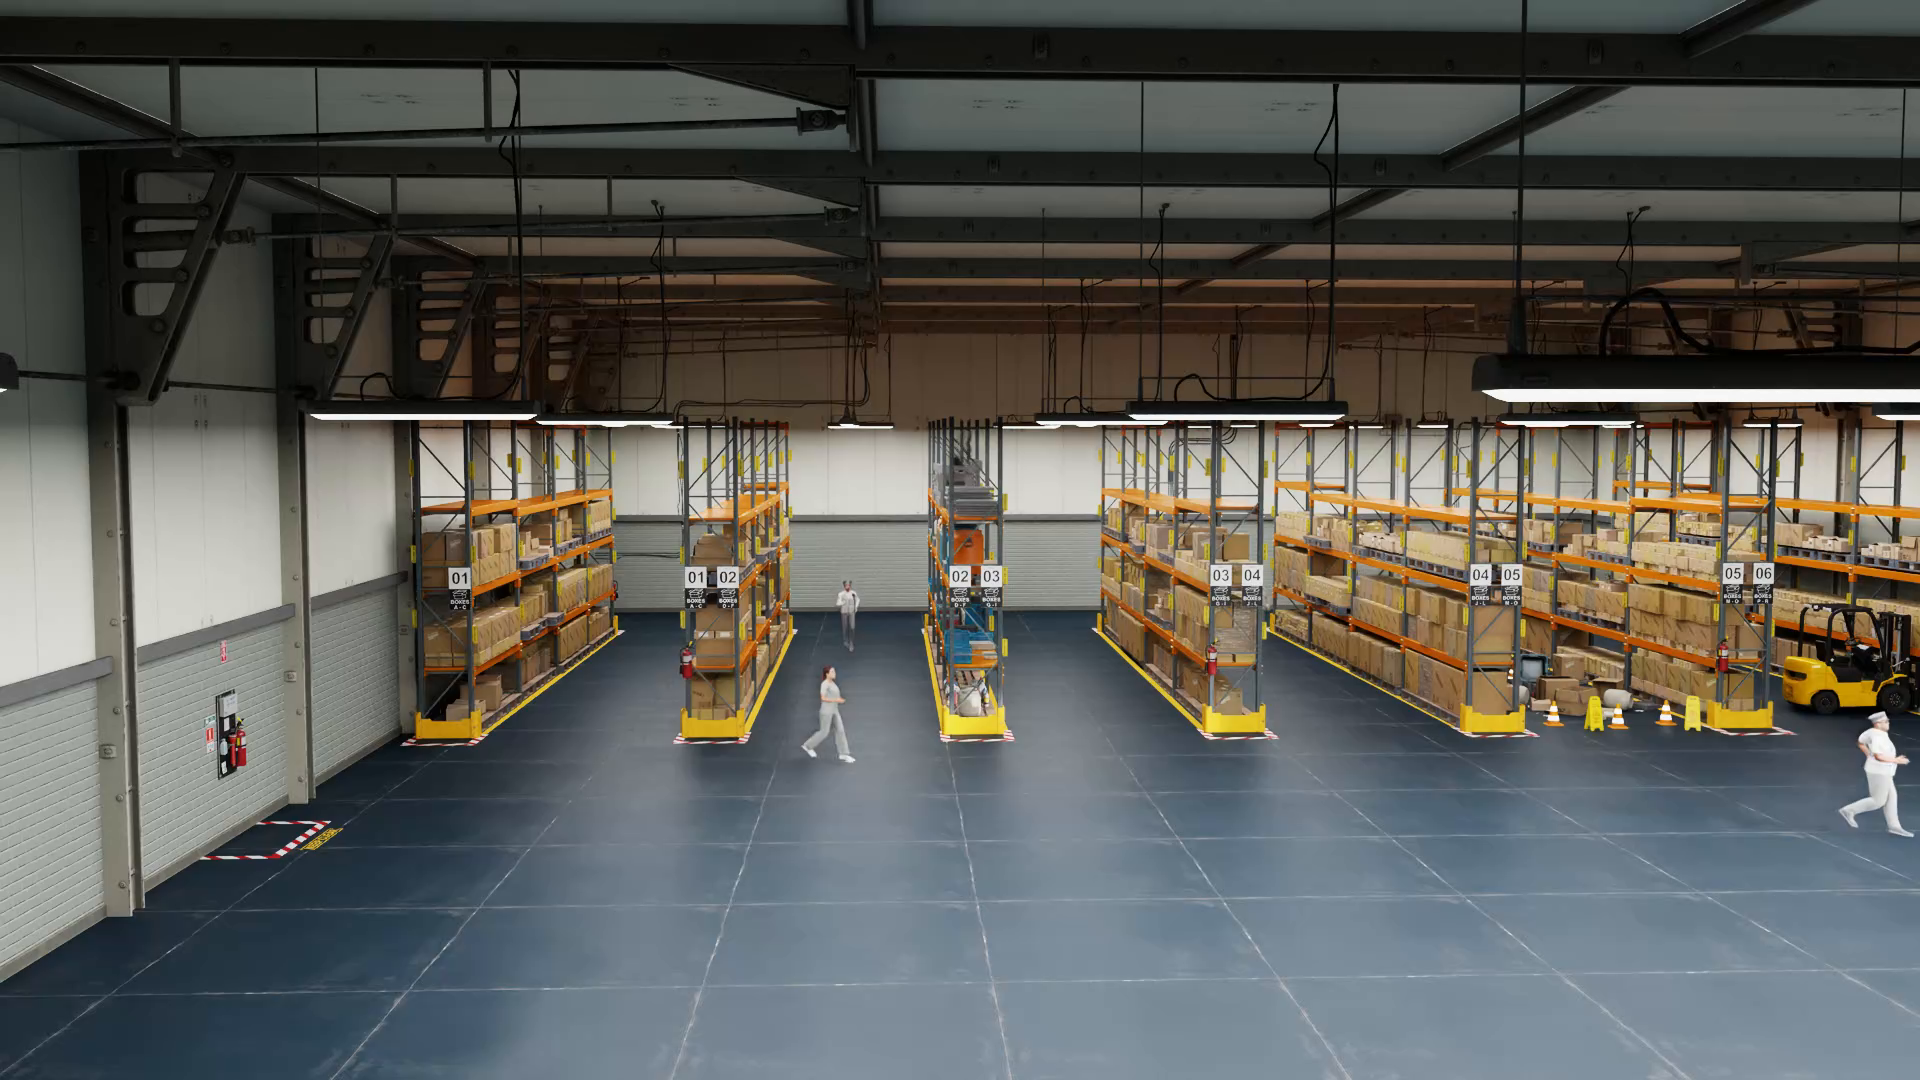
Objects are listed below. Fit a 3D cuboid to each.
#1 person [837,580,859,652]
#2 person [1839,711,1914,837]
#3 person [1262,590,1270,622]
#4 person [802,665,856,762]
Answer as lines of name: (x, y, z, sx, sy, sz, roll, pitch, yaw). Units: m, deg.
person: (-2.792, 1.889, 41.691, 0.592, 1.790, 0.666, -1, 4, -9)
person: (12.983, 3.300, 23.523, 0.954, 1.775, 0.664, 2, 4, 24)
person: (7.990, 1.941, 44.661, 0.662, 1.771, 0.791, 0, 4, -4)
person: (-2.276, 2.993, 28.721, 0.969, 1.673, 0.573, 1, 4, 21)
